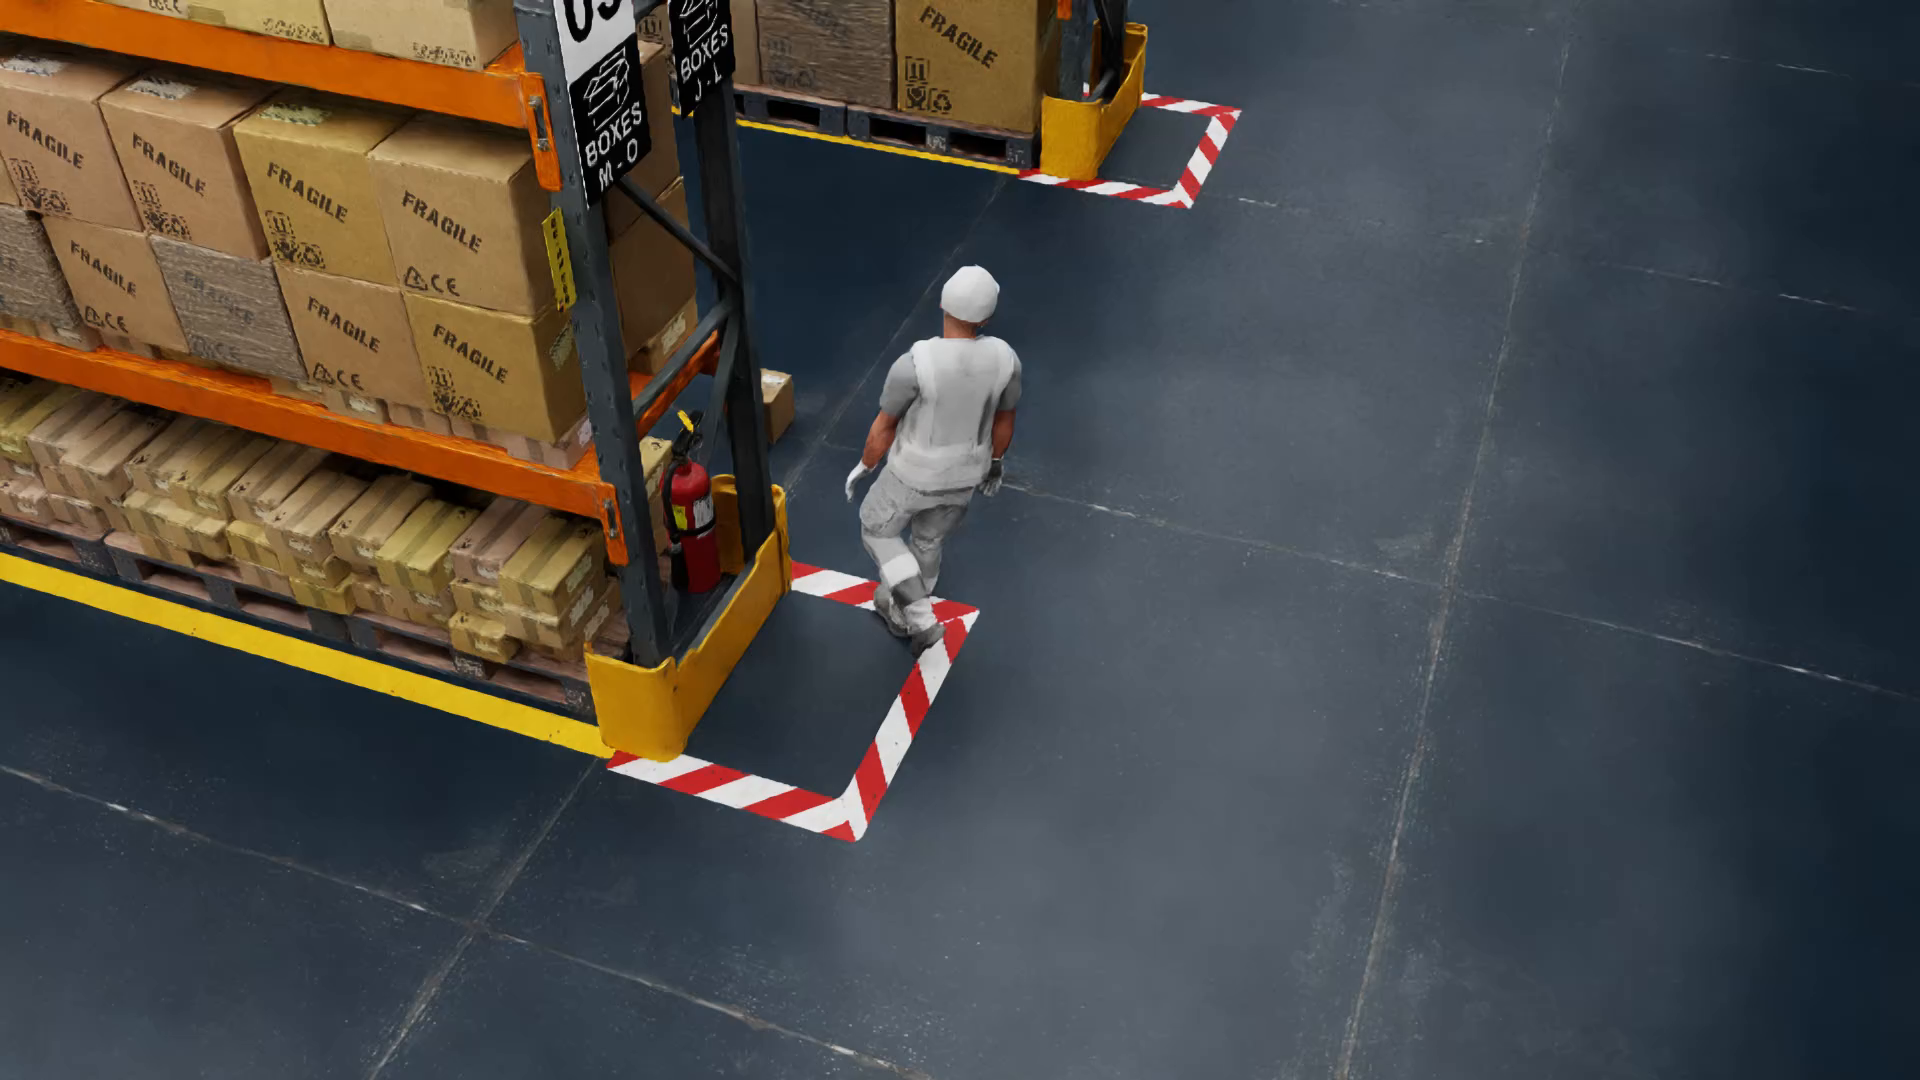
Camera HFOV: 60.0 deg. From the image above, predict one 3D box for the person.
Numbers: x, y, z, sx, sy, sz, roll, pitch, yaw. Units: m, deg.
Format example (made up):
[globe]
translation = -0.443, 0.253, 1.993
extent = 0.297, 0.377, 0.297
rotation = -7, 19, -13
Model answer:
[person]
translation = -0.093, -0.251, 6.440
extent = 0.684, 1.762, 0.683
rotation = -15, 43, -16
